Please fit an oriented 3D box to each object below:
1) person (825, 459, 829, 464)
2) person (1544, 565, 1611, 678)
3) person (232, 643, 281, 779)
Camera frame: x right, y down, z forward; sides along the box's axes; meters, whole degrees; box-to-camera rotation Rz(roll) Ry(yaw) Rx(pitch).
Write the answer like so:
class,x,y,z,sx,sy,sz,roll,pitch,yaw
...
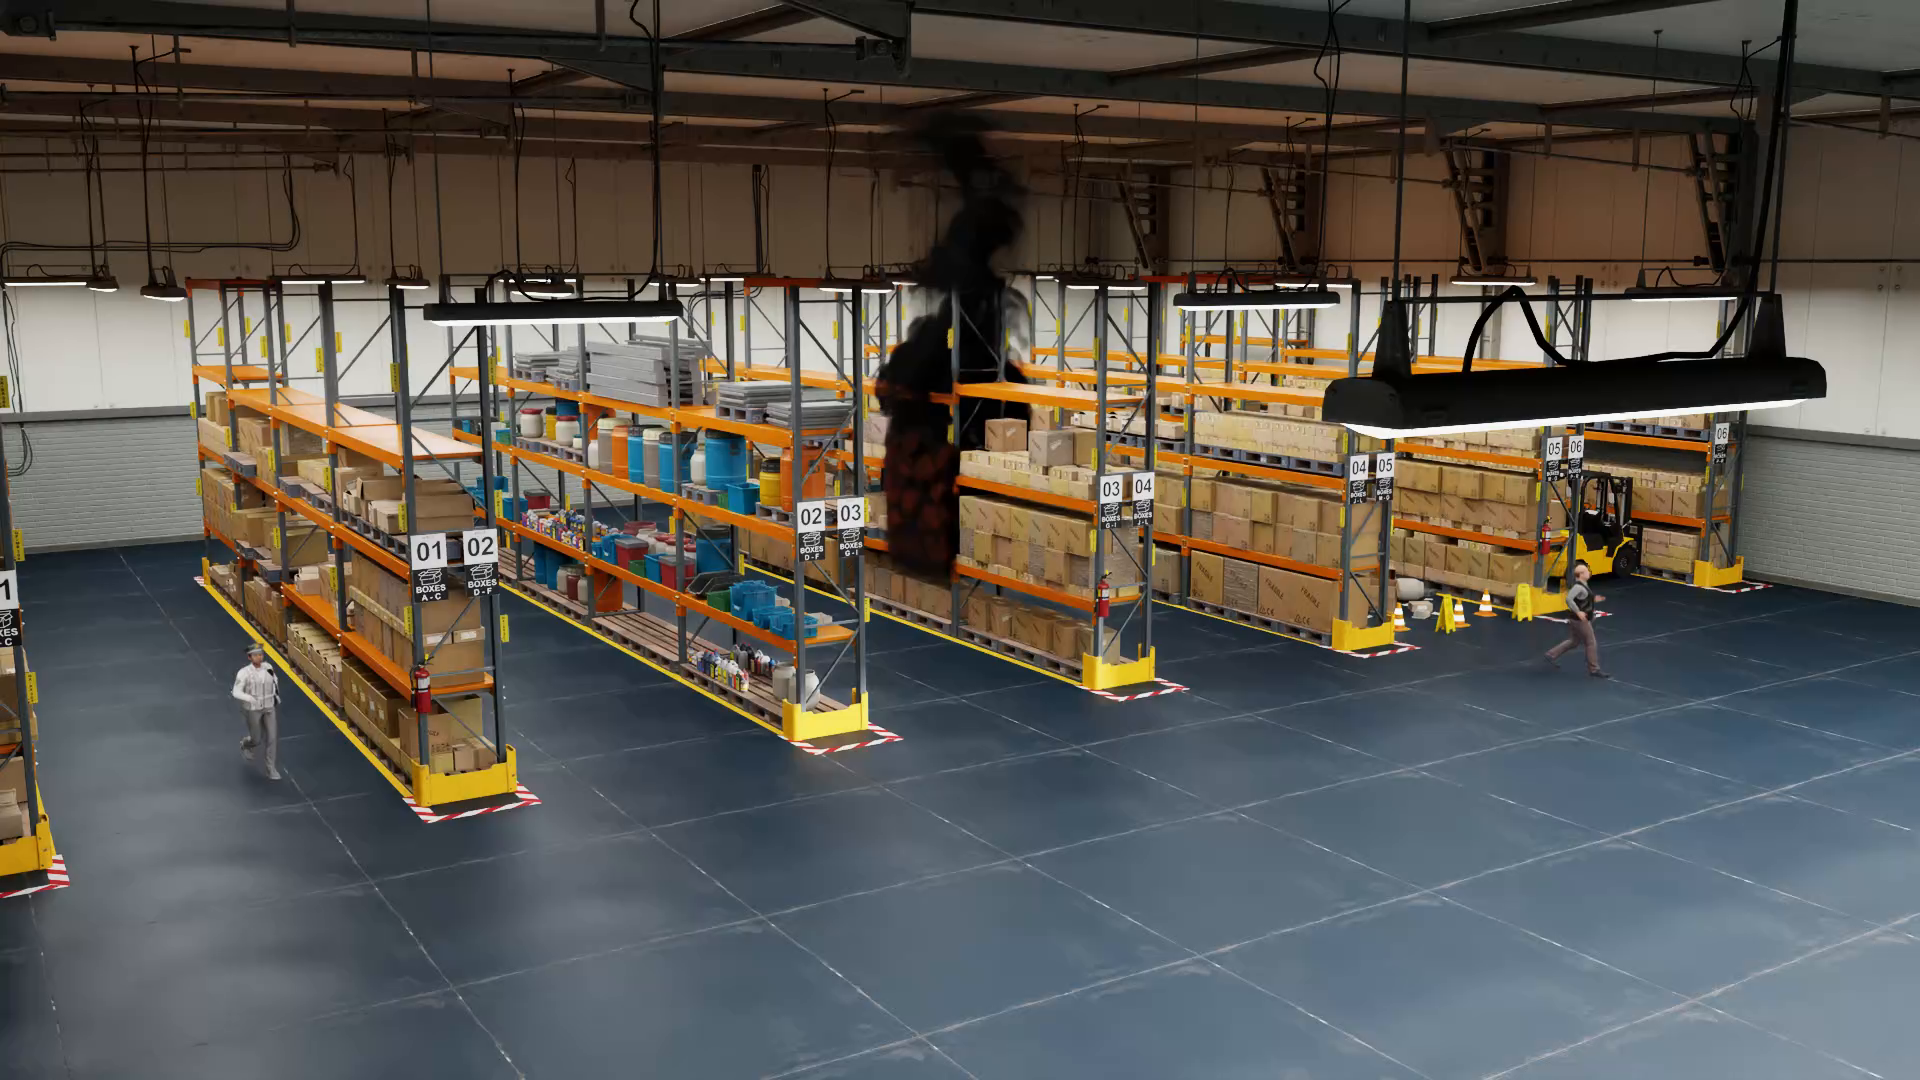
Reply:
class,x,y,z,sx,sy,sz,roll,pitch,yaw
person,-3.358,-1.215,40.646,0.730,1.563,0.504,3,10,19
person,9.478,1.225,25.419,0.971,1.703,0.657,3,10,16
person,-8.644,2.079,20.541,0.890,1.669,0.618,9,13,43
